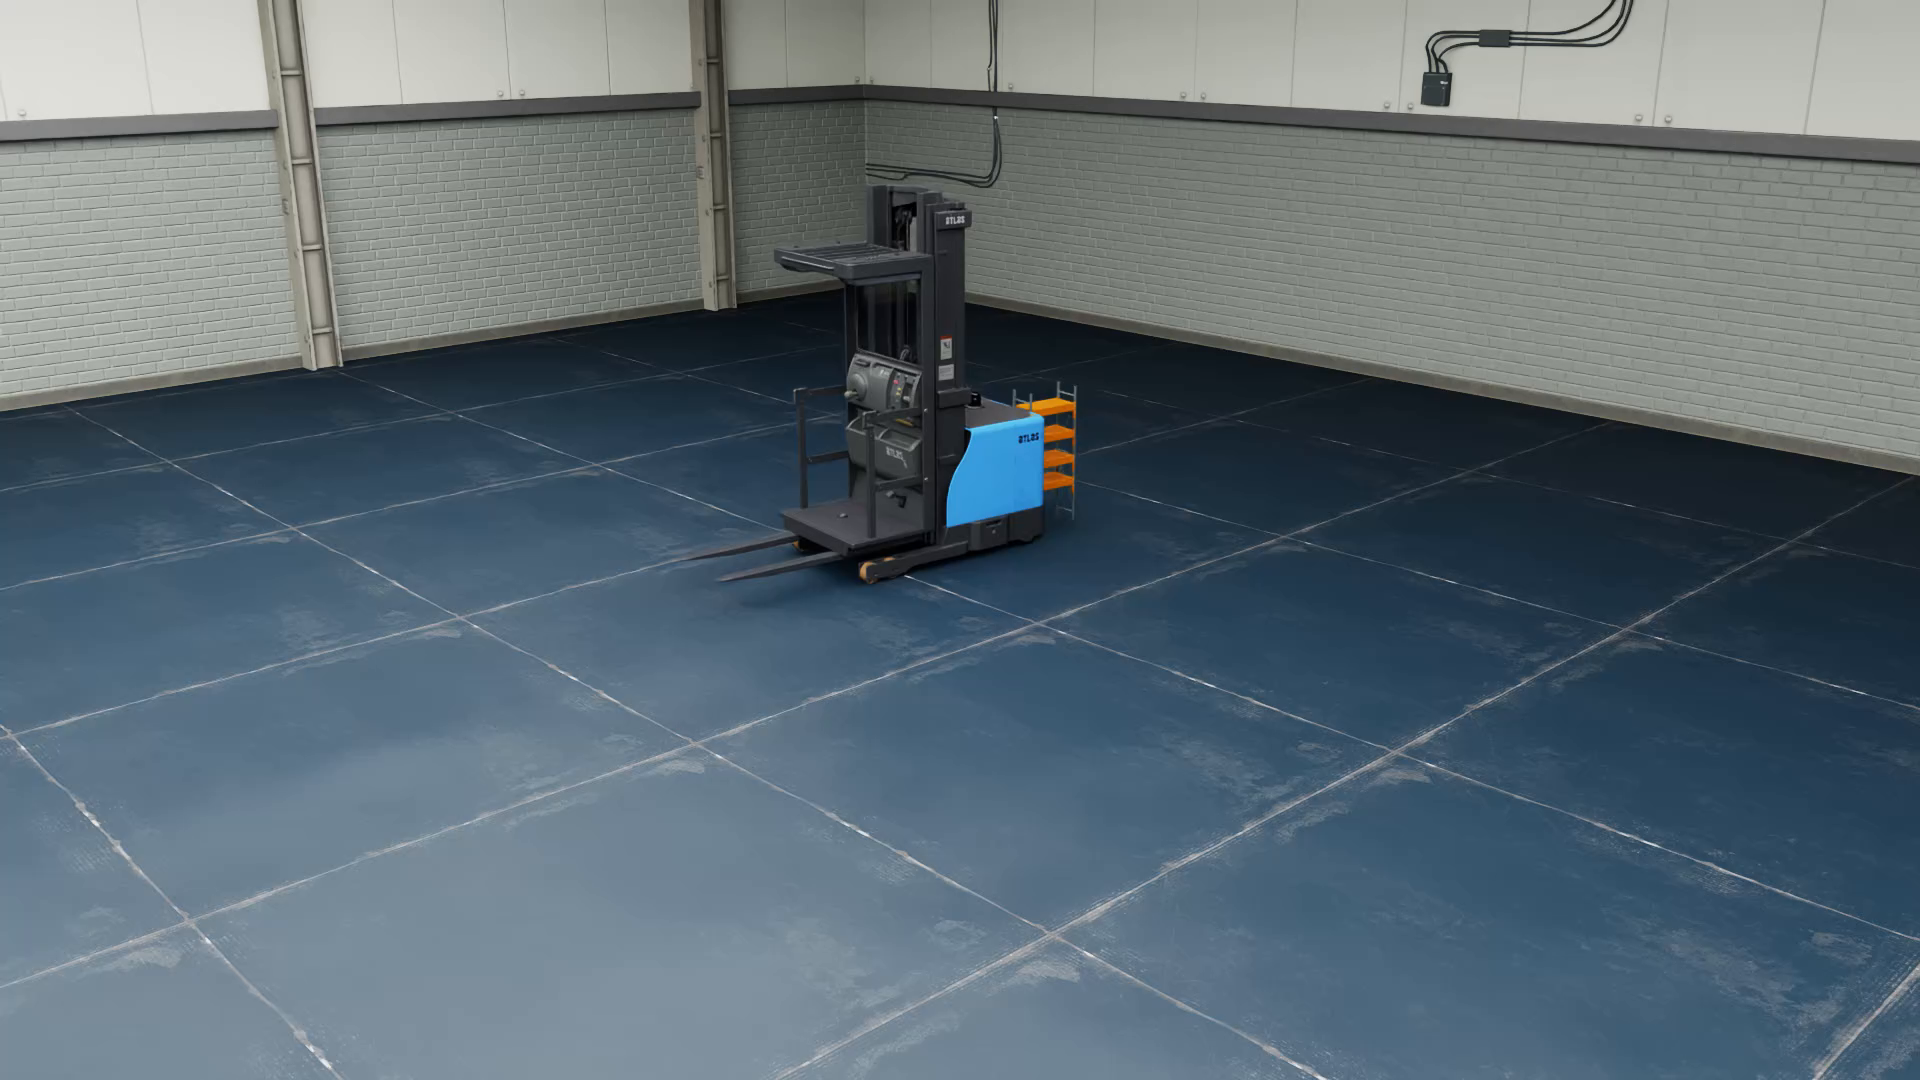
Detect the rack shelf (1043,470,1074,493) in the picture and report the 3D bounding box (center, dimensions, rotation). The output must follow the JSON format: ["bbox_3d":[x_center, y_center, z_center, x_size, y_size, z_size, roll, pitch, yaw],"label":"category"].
[{"bbox_3d":[0.720,-0.468,14.344,0.480,0.148,0.258,-13,22,-35],"label":"rack shelf"}]

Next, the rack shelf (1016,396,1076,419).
[{"bbox_3d":[0.720,-1.094,14.140,0.480,0.148,0.258,-13,22,-35],"label":"rack shelf"}]

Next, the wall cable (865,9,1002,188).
[{"bbox_3d":[-0.493,-6.556,24.651,0.112,2.526,3.097,-16,24,-41],"label":"wall cable"}]

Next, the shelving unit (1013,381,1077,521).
[{"bbox_3d":[0.720,-0.721,14.262,0.503,1.200,0.258,-13,22,-35],"label":"shelving unit"}]

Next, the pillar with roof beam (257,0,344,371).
[{"bbox_3d":[-4.944,-5.469,16.263,0.400,9.000,9.100,-16,24,-41],"label":"pillar with roof beam"}]

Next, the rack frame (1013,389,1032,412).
[{"bbox_3d":[0.525,-0.675,14.122,0.015,1.200,0.240,-13,22,-35],"label":"rack frame"}]

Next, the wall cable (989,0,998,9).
[{"bbox_3d":[1.365,-8.353,22.002,0.112,2.526,3.097,-16,24,-41],"label":"wall cable"}]

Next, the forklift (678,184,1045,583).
[{"bbox_3d":[-0.771,-1.242,13.062,3.031,2.935,1.130,-13,22,-35],"label":"forklift"}]

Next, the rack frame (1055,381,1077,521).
[{"bbox_3d":[0.914,-0.766,14.402,0.015,1.200,0.240,-13,22,-35],"label":"rack frame"}]

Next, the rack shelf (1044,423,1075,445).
[{"bbox_3d":[0.720,-0.869,14.213,0.480,0.148,0.258,-13,22,-35],"label":"rack shelf"}]

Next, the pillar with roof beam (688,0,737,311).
[{"bbox_3d":[-0.585,-6.741,20.185,0.400,9.000,9.100,-16,24,-41],"label":"pillar with roof beam"}]

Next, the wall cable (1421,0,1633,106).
[{"bbox_3d":[6.018,-7.520,17.075,0.169,6.003,2.305,-16,24,-41],"label":"wall cable"}]

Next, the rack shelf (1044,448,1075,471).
[{"bbox_3d":[0.720,-0.657,14.282,0.480,0.148,0.258,-13,22,-35],"label":"rack shelf"}]
